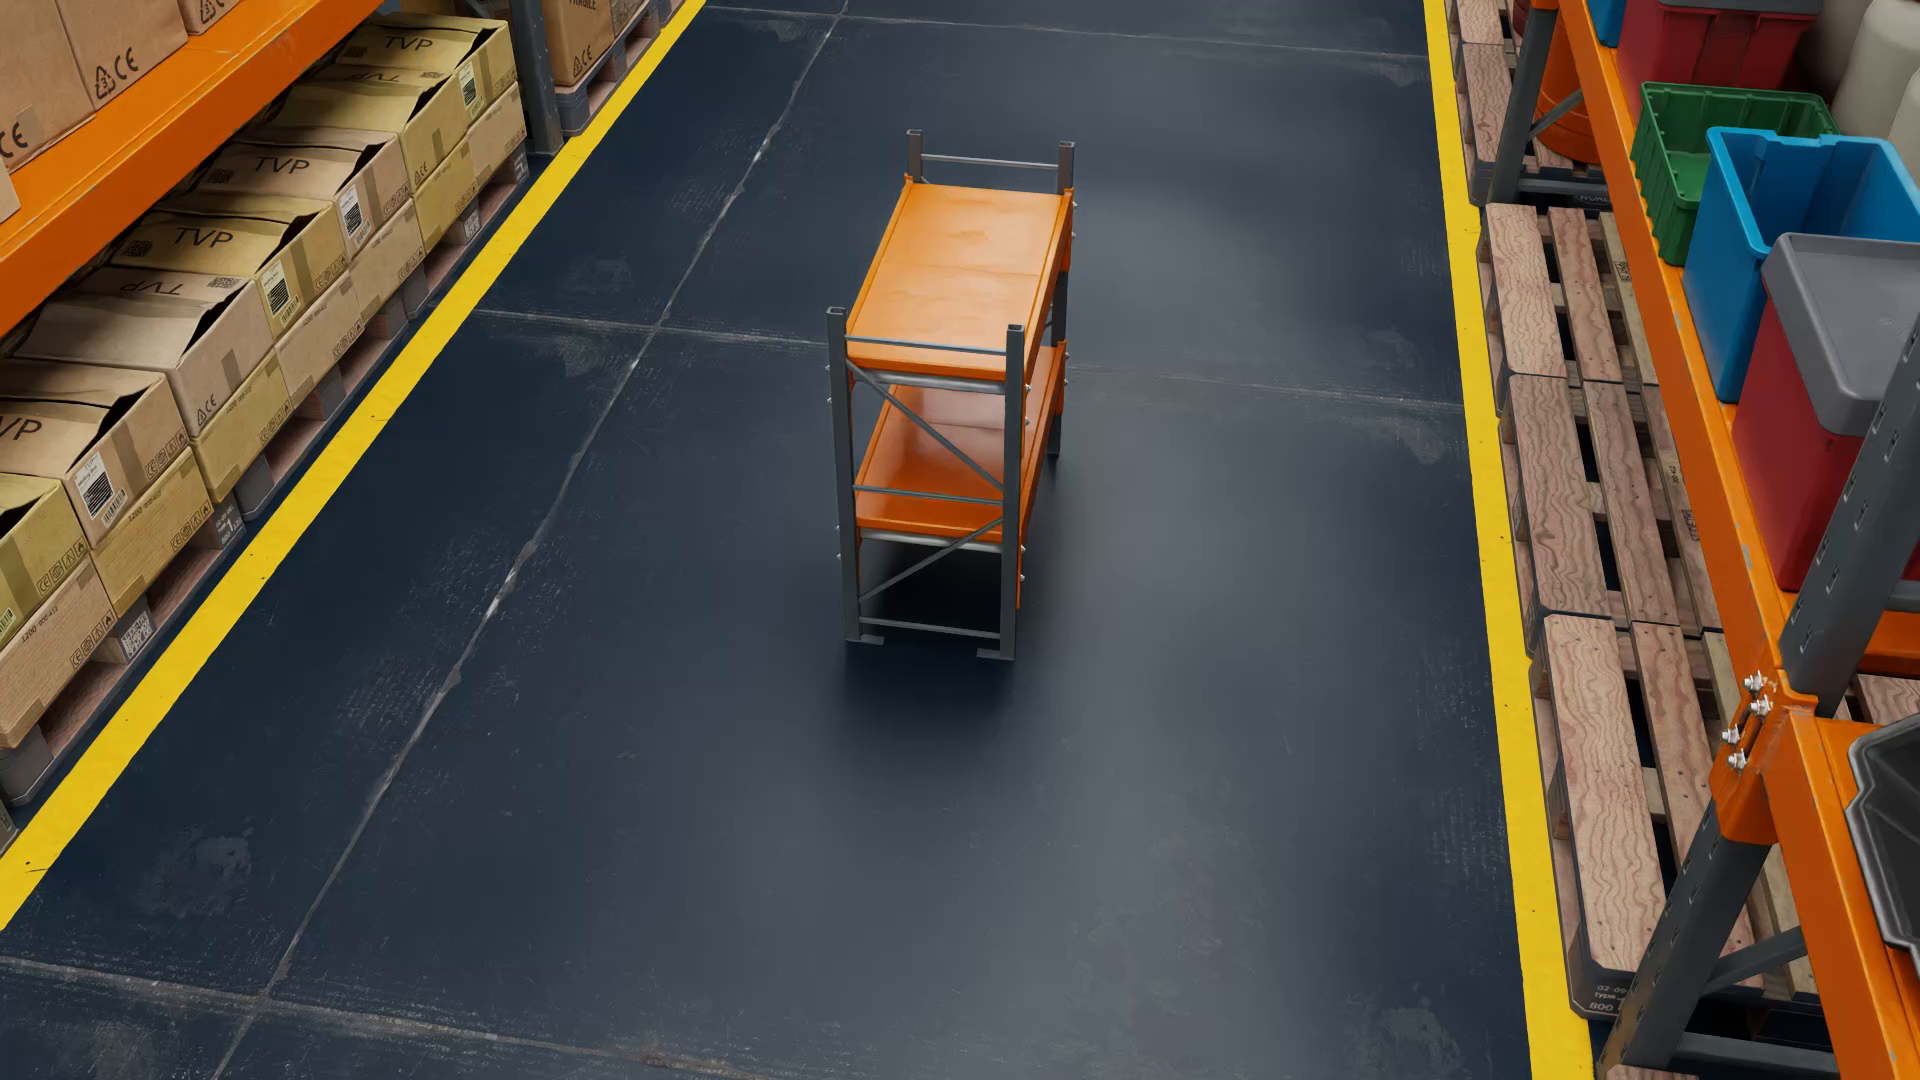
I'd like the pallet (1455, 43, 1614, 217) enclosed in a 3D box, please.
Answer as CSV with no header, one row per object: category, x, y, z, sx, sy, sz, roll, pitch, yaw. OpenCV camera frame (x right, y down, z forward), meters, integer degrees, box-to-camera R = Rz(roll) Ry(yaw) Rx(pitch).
pallet,2.719,-1.796,7.256,1.003,0.211,1.213,6,40,8

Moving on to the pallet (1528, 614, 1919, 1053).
pallet,2.029,0.717,4.217,1.003,0.211,1.213,6,40,8

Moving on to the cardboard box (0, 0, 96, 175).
cardboard box,-2.706,-1.259,4.340,0.500,0.500,0.500,9,40,11

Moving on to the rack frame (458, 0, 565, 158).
rack frame,-2.254,-2.920,6.427,1.000,3.000,0.127,6,40,8

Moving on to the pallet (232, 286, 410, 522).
pallet,-2.648,-0.569,5.773,1.003,0.211,1.213,6,40,8

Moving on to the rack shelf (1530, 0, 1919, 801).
rack shelf,2.278,-0.839,4.475,1.077,0.370,4.000,6,40,8

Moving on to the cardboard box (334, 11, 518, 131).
cardboard box,-2.102,-1.882,6.560,0.500,0.311,0.500,7,40,9

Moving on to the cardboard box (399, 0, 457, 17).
cardboard box,-2.324,-2.739,7.825,0.500,0.500,0.500,8,40,9

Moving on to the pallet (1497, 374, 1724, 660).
pallet,2.238,-0.051,5.146,1.003,0.211,1.213,6,40,8

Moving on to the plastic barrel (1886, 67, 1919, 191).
plastic barrel,2.440,-0.950,3.938,0.433,0.535,0.433,0,40,0

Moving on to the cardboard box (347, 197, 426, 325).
cardboard box,-2.281,-1.025,5.965,0.500,0.250,0.500,7,40,9

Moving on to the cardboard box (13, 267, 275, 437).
cardboard box,-2.449,-0.598,5.007,0.500,0.311,0.500,5,40,6

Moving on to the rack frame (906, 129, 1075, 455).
rack frame,0.089,-0.757,5.283,0.500,1.125,0.032,6,40,8

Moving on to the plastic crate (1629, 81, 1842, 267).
plastic crate,1.955,-0.903,4.155,0.450,0.188,0.662,6,40,8

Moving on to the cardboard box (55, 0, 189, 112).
cardboard box,-2.620,-1.573,4.720,0.500,0.500,0.500,6,40,8

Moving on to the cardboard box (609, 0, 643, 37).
cardboard box,-1.809,-2.709,7.789,0.500,0.500,0.500,5,40,6

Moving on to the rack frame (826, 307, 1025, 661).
rack frame,-0.087,-0.119,4.511,0.500,1.125,0.032,6,40,8

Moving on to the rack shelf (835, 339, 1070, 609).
rack shelf,0.001,-0.249,5.053,0.538,0.278,1.000,6,40,8

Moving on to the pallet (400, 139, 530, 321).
pallet,-2.435,-1.333,6.696,1.003,0.211,1.213,6,40,8

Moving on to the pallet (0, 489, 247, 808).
pallet,-2.857,0.199,4.844,1.003,0.211,1.213,6,40,8

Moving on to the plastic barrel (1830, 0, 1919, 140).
plastic barrel,2.515,-1.221,4.267,0.433,0.535,0.433,0,40,0

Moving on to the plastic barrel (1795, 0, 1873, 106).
plastic barrel,2.583,-1.481,4.599,0.421,0.512,0.421,0,40,0

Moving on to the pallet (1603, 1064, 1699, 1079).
pallet,1.774,1.631,3.112,1.003,0.211,1.213,6,40,8

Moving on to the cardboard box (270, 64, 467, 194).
cardboard box,-2.186,-1.555,6.165,0.500,0.311,0.500,6,40,7

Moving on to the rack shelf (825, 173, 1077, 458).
rack shelf,0.001,-0.663,4.710,0.538,0.278,1.000,6,40,8

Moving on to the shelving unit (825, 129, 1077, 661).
shelving unit,0.001,-0.438,4.897,0.538,1.125,1.048,6,40,8

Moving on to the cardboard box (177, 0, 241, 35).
cardboard box,-2.528,-1.903,5.120,0.500,0.500,0.500,4,40,5

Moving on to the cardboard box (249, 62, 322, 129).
cardboard box,-2.717,-1.611,6.233,0.500,0.311,0.500,5,40,7

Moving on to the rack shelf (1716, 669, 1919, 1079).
rack shelf,1.586,1.672,1.439,1.077,0.370,4.000,6,40,8

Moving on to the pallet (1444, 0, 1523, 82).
pallet,2.933,-2.559,8.180,1.003,0.211,1.213,6,40,8

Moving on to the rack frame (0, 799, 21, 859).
rack frame,-2.946,-0.409,3.391,1.000,3.000,0.127,6,40,8

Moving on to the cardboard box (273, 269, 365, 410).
cardboard box,-2.367,-0.702,5.574,0.500,0.250,0.500,7,40,9

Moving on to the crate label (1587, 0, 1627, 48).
crate label,2.186,-1.791,5.034,0.502,0.435,0.616,6,40,8

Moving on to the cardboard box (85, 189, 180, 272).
cardboard box,-2.895,-0.968,5.455,0.500,0.311,0.500,6,40,7

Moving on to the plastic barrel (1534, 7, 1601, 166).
plastic barrel,2.692,-2.005,6.695,0.600,0.830,0.708,6,40,8

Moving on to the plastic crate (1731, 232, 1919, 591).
plastic crate,1.714,-0.223,3.115,0.402,0.464,0.583,6,40,8

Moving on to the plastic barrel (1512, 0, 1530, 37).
plastic barrel,2.887,-2.621,7.629,0.600,0.588,0.708,6,40,8

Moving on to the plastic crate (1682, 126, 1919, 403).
plastic crate,1.816,-0.581,3.611,0.392,0.384,0.575,6,40,8

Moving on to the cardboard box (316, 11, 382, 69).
cardboard box,-2.634,-1.942,6.633,0.500,0.311,0.500,8,40,9

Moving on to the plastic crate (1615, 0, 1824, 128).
plastic crate,2.043,-1.415,4.558,0.402,0.464,0.583,6,40,8

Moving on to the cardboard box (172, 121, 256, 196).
cardboard box,-2.807,-1.291,5.846,0.500,0.311,0.500,5,40,6

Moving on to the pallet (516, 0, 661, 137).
pallet,-2.088,-2.309,7.877,1.003,0.211,1.213,6,40,8

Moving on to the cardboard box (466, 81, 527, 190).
cardboard box,-2.105,-1.665,6.738,0.500,0.250,0.500,7,40,9

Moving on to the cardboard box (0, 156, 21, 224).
cardboard box,-2.592,-0.846,4.116,0.380,0.149,0.250,6,40,8

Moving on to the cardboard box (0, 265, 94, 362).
cardboard box,-2.986,-0.653,5.075,0.500,0.311,0.500,6,40,8

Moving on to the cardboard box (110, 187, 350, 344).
cardboard box,-2.365,-0.924,5.402,0.500,0.311,0.500,7,40,9

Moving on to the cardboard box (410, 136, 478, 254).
cardboard box,-2.191,-1.341,6.346,0.500,0.250,0.500,6,40,7

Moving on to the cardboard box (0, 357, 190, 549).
cardboard box,-2.538,-0.273,4.614,0.500,0.311,0.500,6,40,7

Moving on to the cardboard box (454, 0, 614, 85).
cardboard box,-1.894,-2.380,7.391,0.500,0.500,0.500,8,40,10

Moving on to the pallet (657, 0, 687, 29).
pallet,-1.874,-3.073,8.801,1.003,0.211,1.213,6,40,8

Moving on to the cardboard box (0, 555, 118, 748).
cardboard box,-2.633,0.263,4.406,0.500,0.250,0.500,5,40,7

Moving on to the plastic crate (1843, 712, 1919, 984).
plastic crate,1.716,0.478,2.367,0.767,0.338,0.504,6,40,8

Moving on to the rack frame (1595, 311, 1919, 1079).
rack frame,1.932,0.139,2.728,1.000,3.000,0.127,6,40,8

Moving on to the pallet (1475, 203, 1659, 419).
pallet,2.452,-0.814,6.069,1.003,0.211,1.213,6,40,8

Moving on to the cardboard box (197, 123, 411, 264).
cardboard box,-2.276,-1.239,5.782,0.500,0.311,0.500,6,40,7

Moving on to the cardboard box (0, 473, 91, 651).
cardboard box,-2.629,0.041,4.235,0.500,0.311,0.500,7,40,8

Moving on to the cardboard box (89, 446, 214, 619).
cardboard box,-2.543,-0.058,4.794,0.500,0.250,0.500,7,40,9

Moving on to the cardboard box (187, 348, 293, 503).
cardboard box,-2.456,-0.383,5.188,0.500,0.250,0.500,5,40,6

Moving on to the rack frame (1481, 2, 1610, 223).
rack frame,2.624,-2.371,5.764,1.000,3.000,0.127,6,40,8
